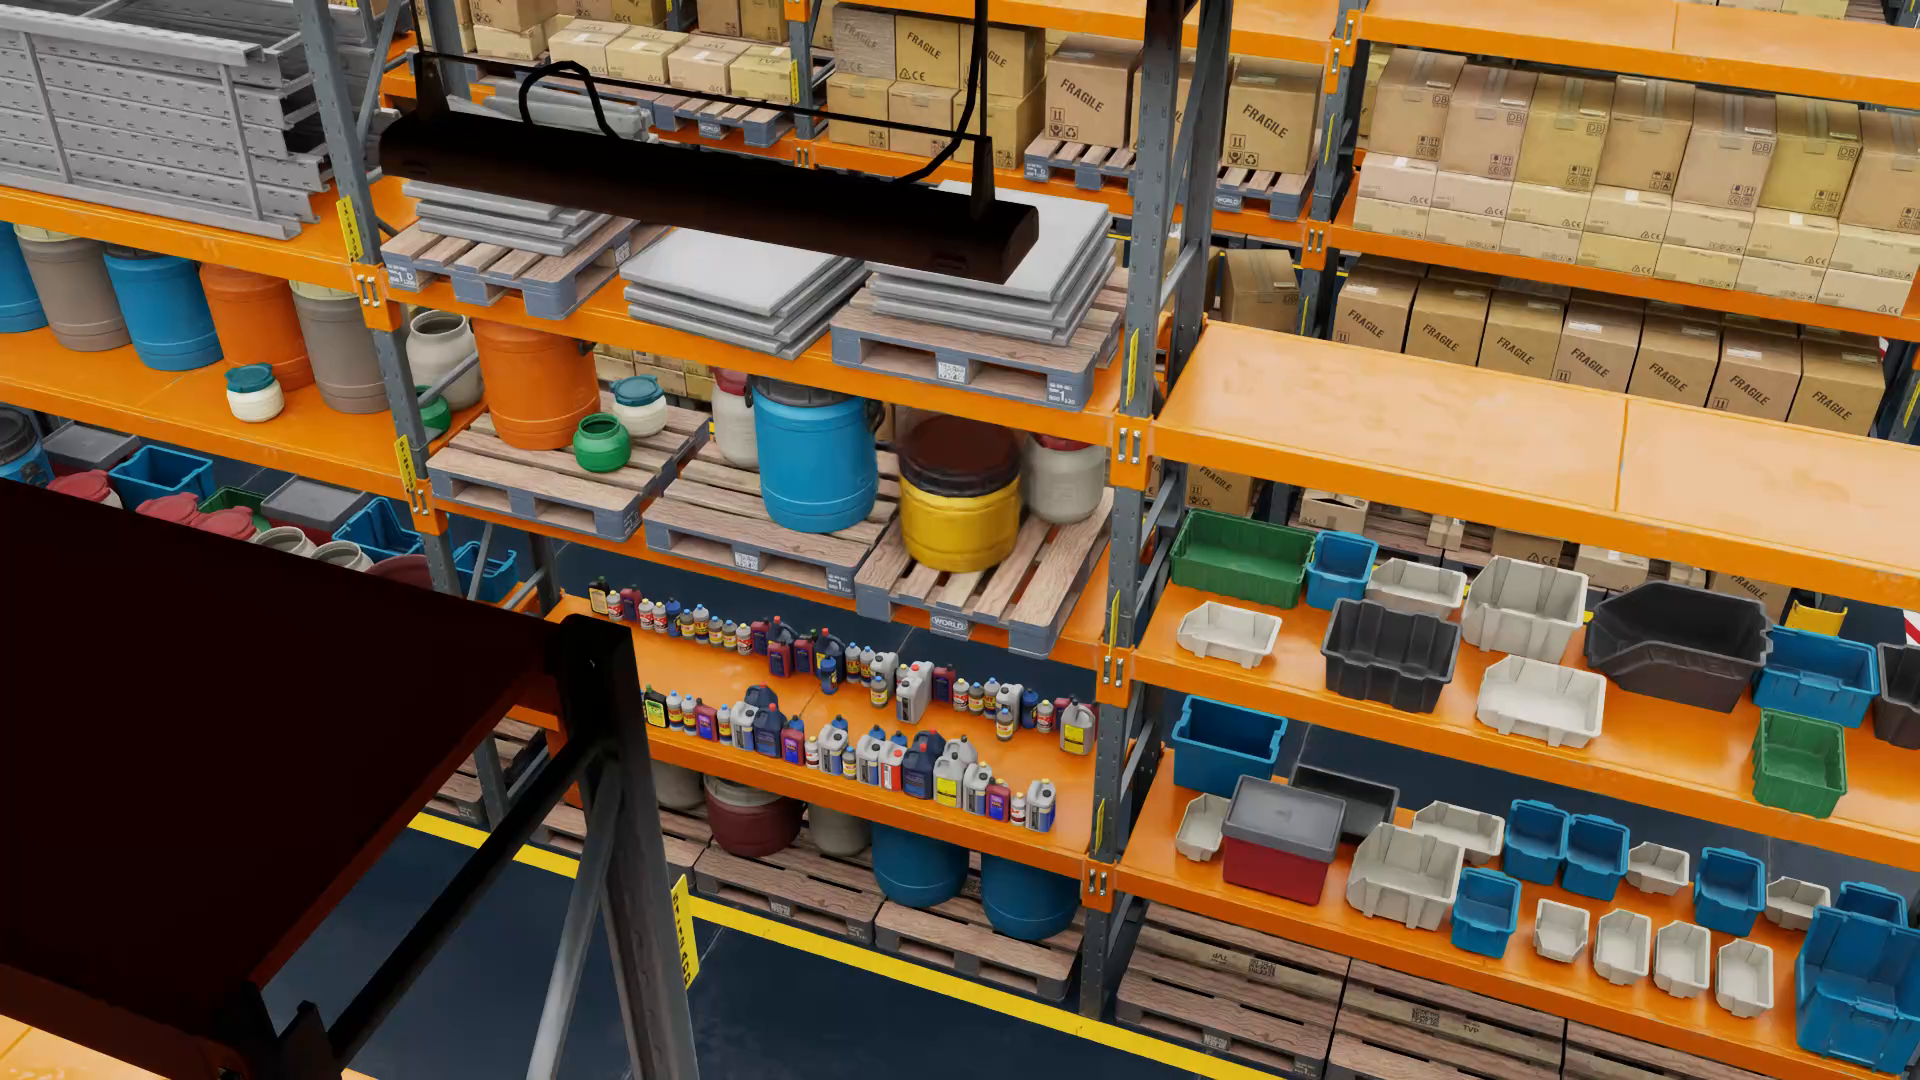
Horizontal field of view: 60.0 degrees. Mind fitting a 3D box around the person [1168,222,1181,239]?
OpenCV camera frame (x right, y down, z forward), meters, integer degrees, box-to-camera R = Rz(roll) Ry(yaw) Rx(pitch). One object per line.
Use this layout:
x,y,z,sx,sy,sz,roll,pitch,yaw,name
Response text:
1.859,-2.810,15.803,1.006,1.605,0.504,7,37,10,person
